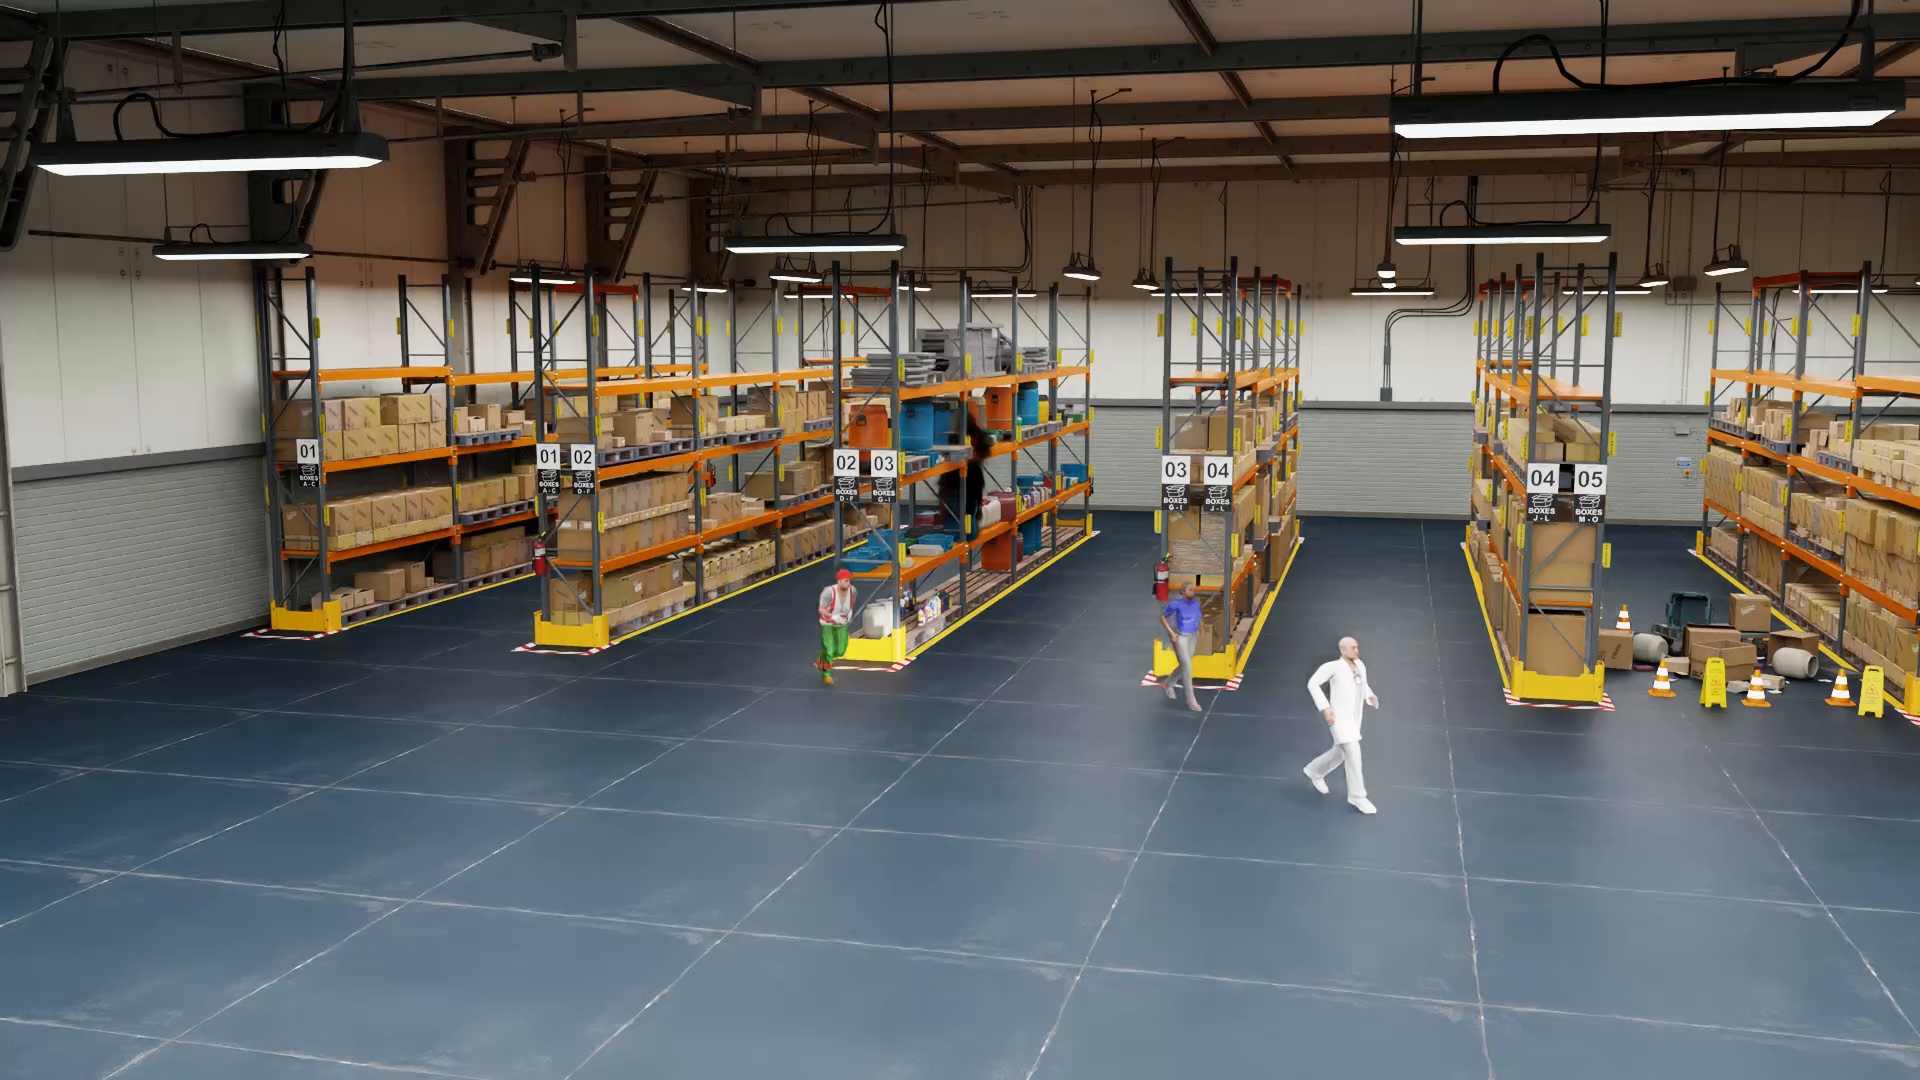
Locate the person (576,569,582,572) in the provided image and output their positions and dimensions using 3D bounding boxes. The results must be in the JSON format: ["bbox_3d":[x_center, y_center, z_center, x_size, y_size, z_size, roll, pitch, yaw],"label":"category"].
[{"bbox_3d":[-6.761,0.313,30.120,0.647,1.768,0.892,1,7,6],"label":"person"}]

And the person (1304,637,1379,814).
[{"bbox_3d":[4.038,1.904,17.559,0.712,1.799,0.993,-7,10,-42],"label":"person"}]

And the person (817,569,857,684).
[{"bbox_3d":[-1.722,1.213,23.545,0.679,1.657,0.823,-5,9,-35],"label":"person"}]

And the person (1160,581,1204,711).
[{"bbox_3d":[3.001,1.379,22.182,0.579,1.678,0.824,-5,9,-34],"label":"person"}]
